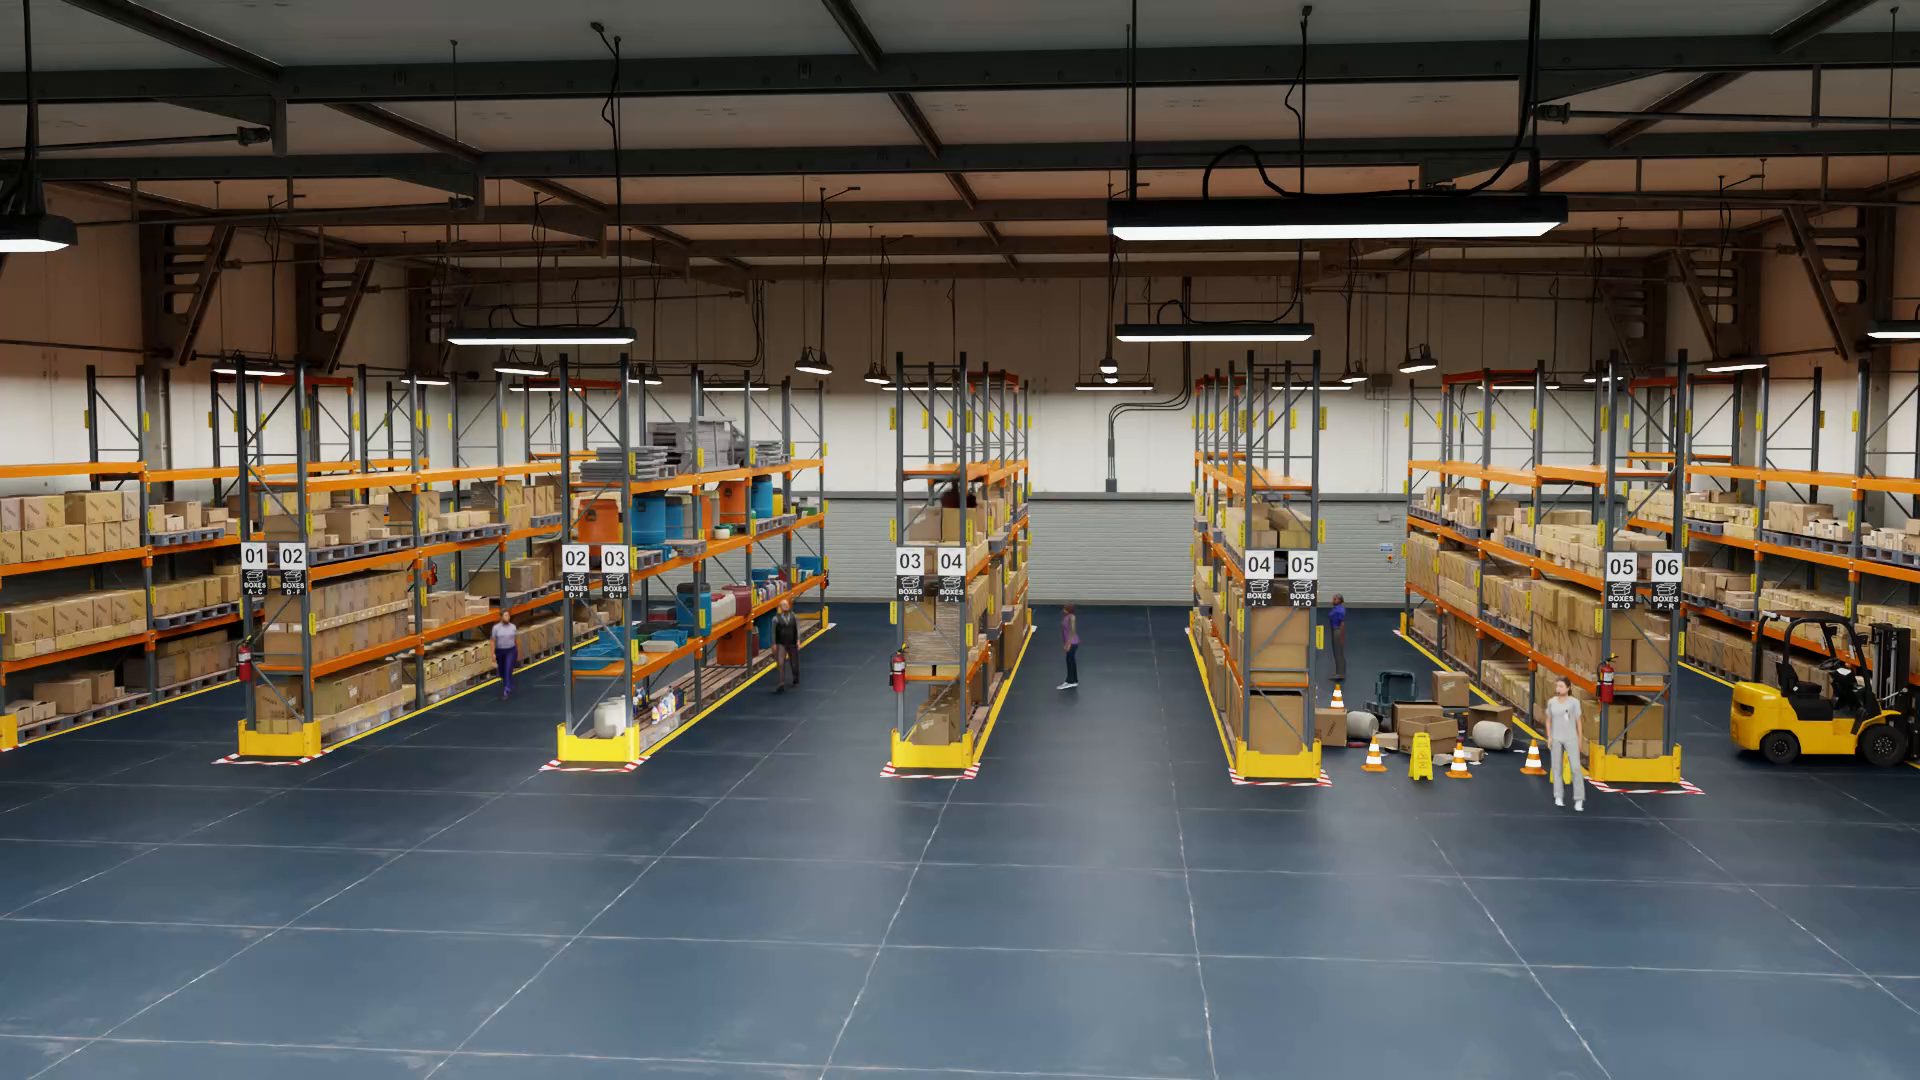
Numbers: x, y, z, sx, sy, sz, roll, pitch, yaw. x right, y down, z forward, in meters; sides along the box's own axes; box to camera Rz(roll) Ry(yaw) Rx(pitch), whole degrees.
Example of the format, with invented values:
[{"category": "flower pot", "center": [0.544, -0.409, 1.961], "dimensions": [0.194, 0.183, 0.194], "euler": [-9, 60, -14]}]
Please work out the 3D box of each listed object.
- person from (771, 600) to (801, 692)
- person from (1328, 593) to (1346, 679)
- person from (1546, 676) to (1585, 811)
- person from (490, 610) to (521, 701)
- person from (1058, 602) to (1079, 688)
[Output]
[{"category": "person", "center": [-3.248, 1.960, 31.075], "dimensions": [0.580, 1.675, 0.991], "euler": [0, 4, 0]}, {"category": "person", "center": [7.359, 1.877, 32.436], "dimensions": [0.357, 1.648, 0.510], "euler": [1, 4, 11]}, {"category": "person", "center": [7.896, 2.633, 21.679], "dimensions": [0.557, 1.690, 0.444], "euler": [3, 5, 37]}, {"category": "person", "center": [-8.226, 2.063, 30.089], "dimensions": [0.453, 1.608, 0.946], "euler": [1, 4, 8]}, {"category": "person", "center": [2.028, 1.974, 31.332], "dimensions": [0.408, 1.609, 0.443], "euler": [-1, 4, -12]}]
